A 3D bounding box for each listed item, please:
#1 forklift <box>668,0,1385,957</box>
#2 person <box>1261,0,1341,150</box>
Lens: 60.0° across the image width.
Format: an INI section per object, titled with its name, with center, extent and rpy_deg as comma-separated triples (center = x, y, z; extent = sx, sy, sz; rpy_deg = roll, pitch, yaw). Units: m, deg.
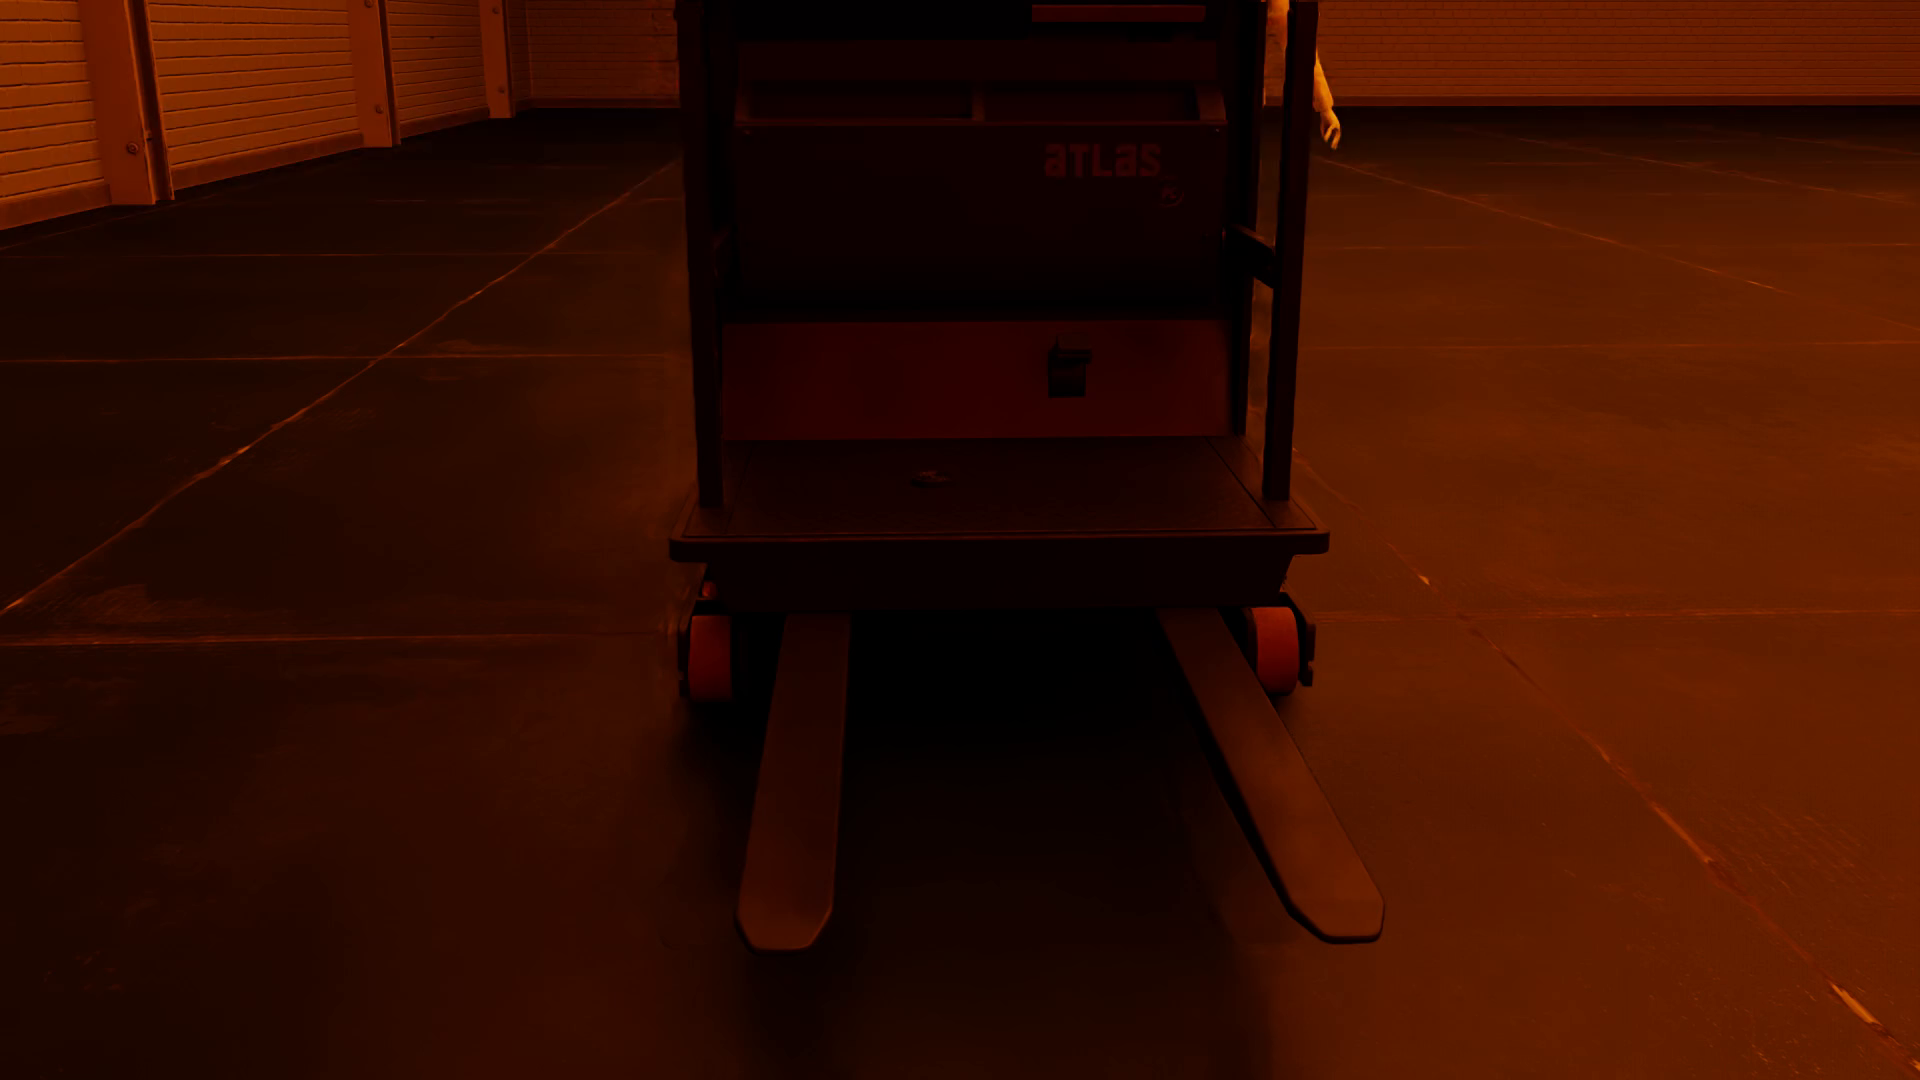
[forklift]
center = 0.049, -1.203, 2.841
extent = 1.130, 2.935, 3.031
rpy_deg = -1, 17, -2
[person]
center = 1.007, -1.625, 6.439
extent = 0.855, 1.650, 0.710
rpy_deg = -2, 17, -6
